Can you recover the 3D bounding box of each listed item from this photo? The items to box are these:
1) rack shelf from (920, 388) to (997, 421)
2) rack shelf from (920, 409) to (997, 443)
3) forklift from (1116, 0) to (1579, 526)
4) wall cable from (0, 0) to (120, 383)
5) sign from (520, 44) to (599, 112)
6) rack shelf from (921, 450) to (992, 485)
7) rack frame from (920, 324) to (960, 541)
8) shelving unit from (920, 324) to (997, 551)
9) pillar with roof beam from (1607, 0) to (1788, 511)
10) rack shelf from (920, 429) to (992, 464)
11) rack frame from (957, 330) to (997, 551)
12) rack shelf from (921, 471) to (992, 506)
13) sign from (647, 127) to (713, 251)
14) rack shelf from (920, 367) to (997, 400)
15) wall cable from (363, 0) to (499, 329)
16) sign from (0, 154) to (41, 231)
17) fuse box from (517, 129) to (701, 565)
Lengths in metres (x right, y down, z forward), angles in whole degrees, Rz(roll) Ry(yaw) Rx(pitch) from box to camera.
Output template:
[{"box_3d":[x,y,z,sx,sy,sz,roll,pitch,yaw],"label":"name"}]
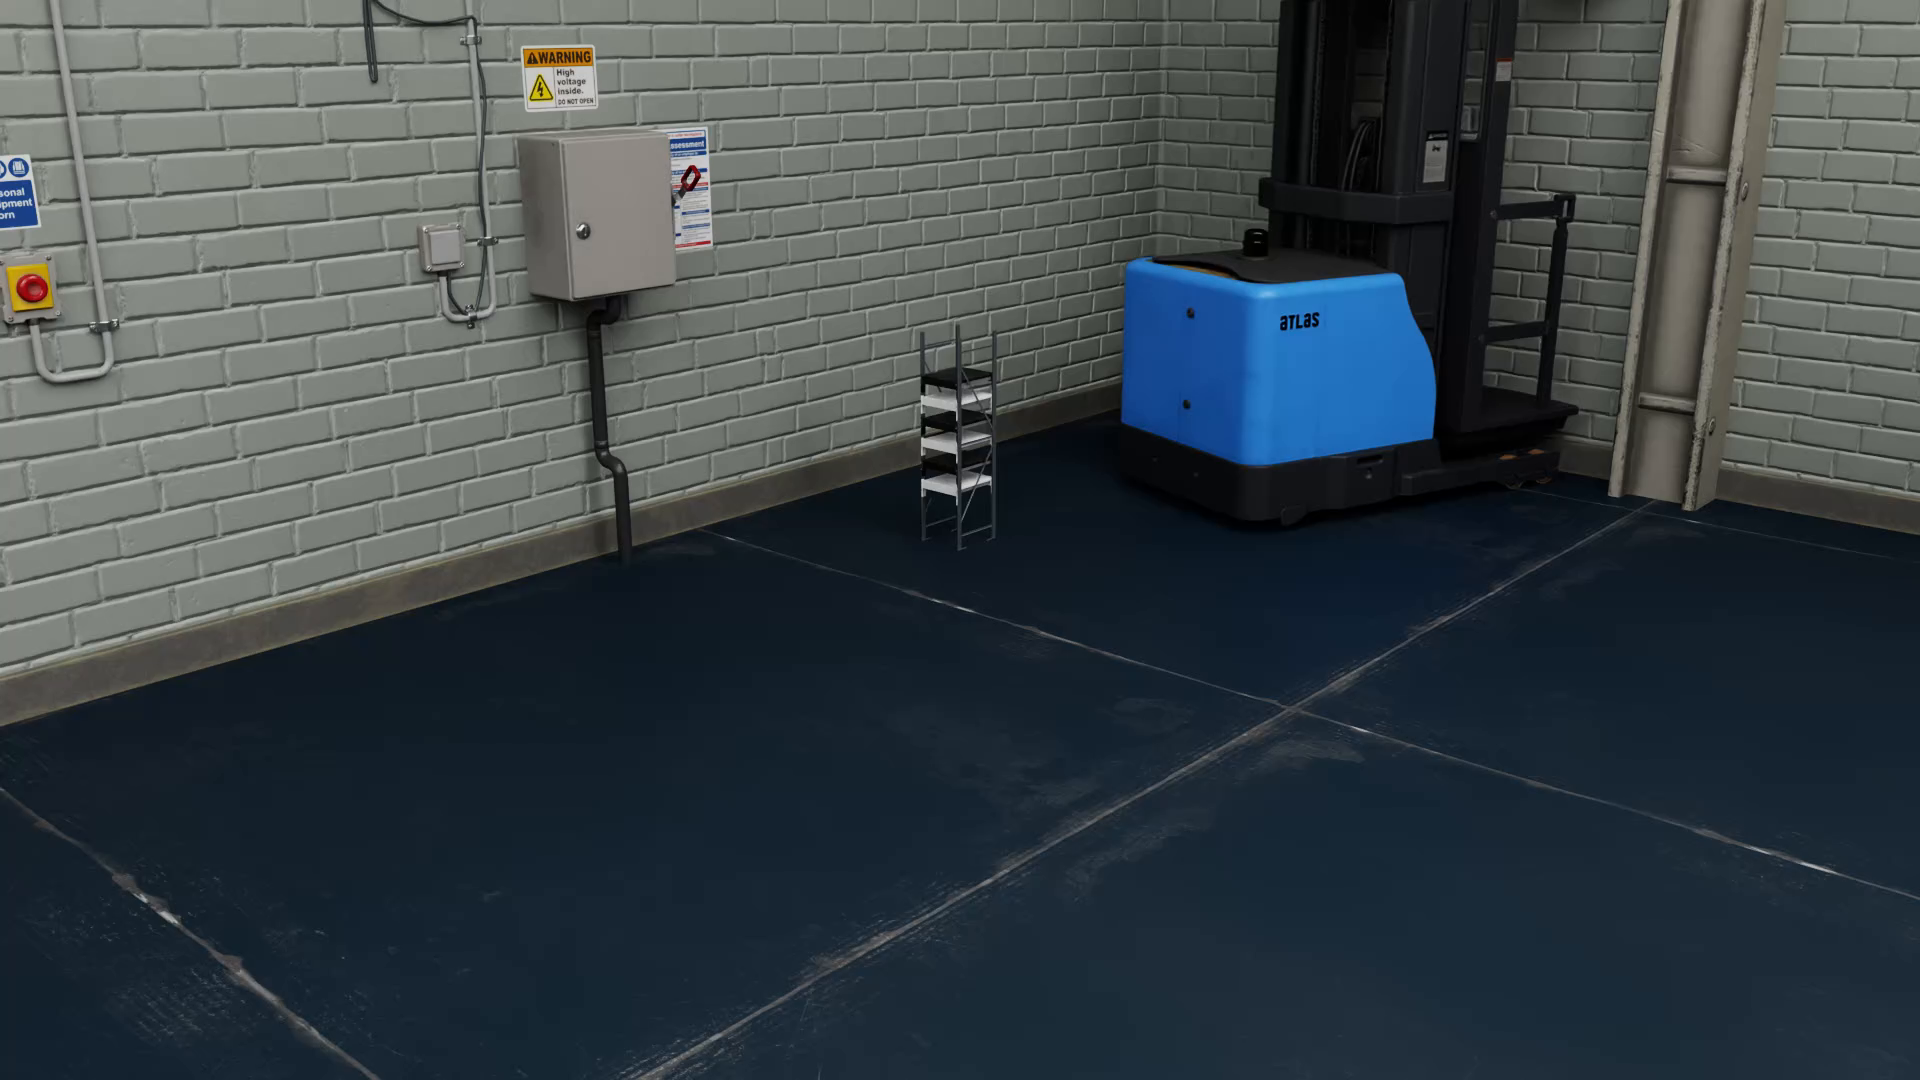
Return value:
[{"box_3d":[-0.006,-0.570,6.936,0.200,0.077,0.258,15,23,39],"label":"rack shelf"},{"box_3d":[-0.006,-0.485,6.964,0.200,0.077,0.258,15,23,39],"label":"rack shelf"},{"box_3d":[2.279,-1.763,7.821,3.031,2.935,1.130,-10,20,-28],"label":"forklift"},{"box_3d":[-2.834,-1.391,4.804,0.123,1.953,0.585,15,23,39],"label":"wall cable"},{"box_3d":[-1.522,-1.760,6.334,0.001,0.242,0.339,15,23,39],"label":"sign"},{"box_3d":[-0.006,-0.313,7.018,0.200,0.077,0.258,15,23,39],"label":"rack shelf"},{"box_3d":[-0.082,-0.451,7.045,0.006,0.900,0.240,15,23,39],"label":"rack frame"},{"box_3d":[-0.006,-0.431,6.981,0.210,0.900,0.258,15,23,39],"label":"shelving unit"},{"box_3d":[0.415,-3.519,3.324,0.400,9.000,9.100,15,23,39],"label":"pillar with roof beam"},{"box_3d":[-0.006,-0.399,6.991,0.200,0.077,0.258,15,23,39],"label":"rack shelf"},{"box_3d":[0.070,-0.410,6.916,0.006,0.900,0.240,15,23,39],"label":"rack frame"},{"box_3d":[-0.006,-0.227,7.045,0.200,0.077,0.258,15,23,39],"label":"rack shelf"},{"box_3d":[-1.158,-1.445,6.865,0.001,0.494,0.329,15,23,39],"label":"sign"},{"box_3d":[-0.006,-0.656,6.909,0.200,0.077,0.258,15,23,39],"label":"rack shelf"},{"box_3d":[-1.901,-1.699,5.827,0.122,1.984,0.588,15,23,39],"label":"wall cable"},{"box_3d":[-2.912,-1.022,4.925,0.001,0.218,0.327,15,23,39],"label":"sign"},{"box_3d":[-1.331,-0.723,6.562,0.414,1.711,0.539,15,23,39],"label":"fuse box"}]
